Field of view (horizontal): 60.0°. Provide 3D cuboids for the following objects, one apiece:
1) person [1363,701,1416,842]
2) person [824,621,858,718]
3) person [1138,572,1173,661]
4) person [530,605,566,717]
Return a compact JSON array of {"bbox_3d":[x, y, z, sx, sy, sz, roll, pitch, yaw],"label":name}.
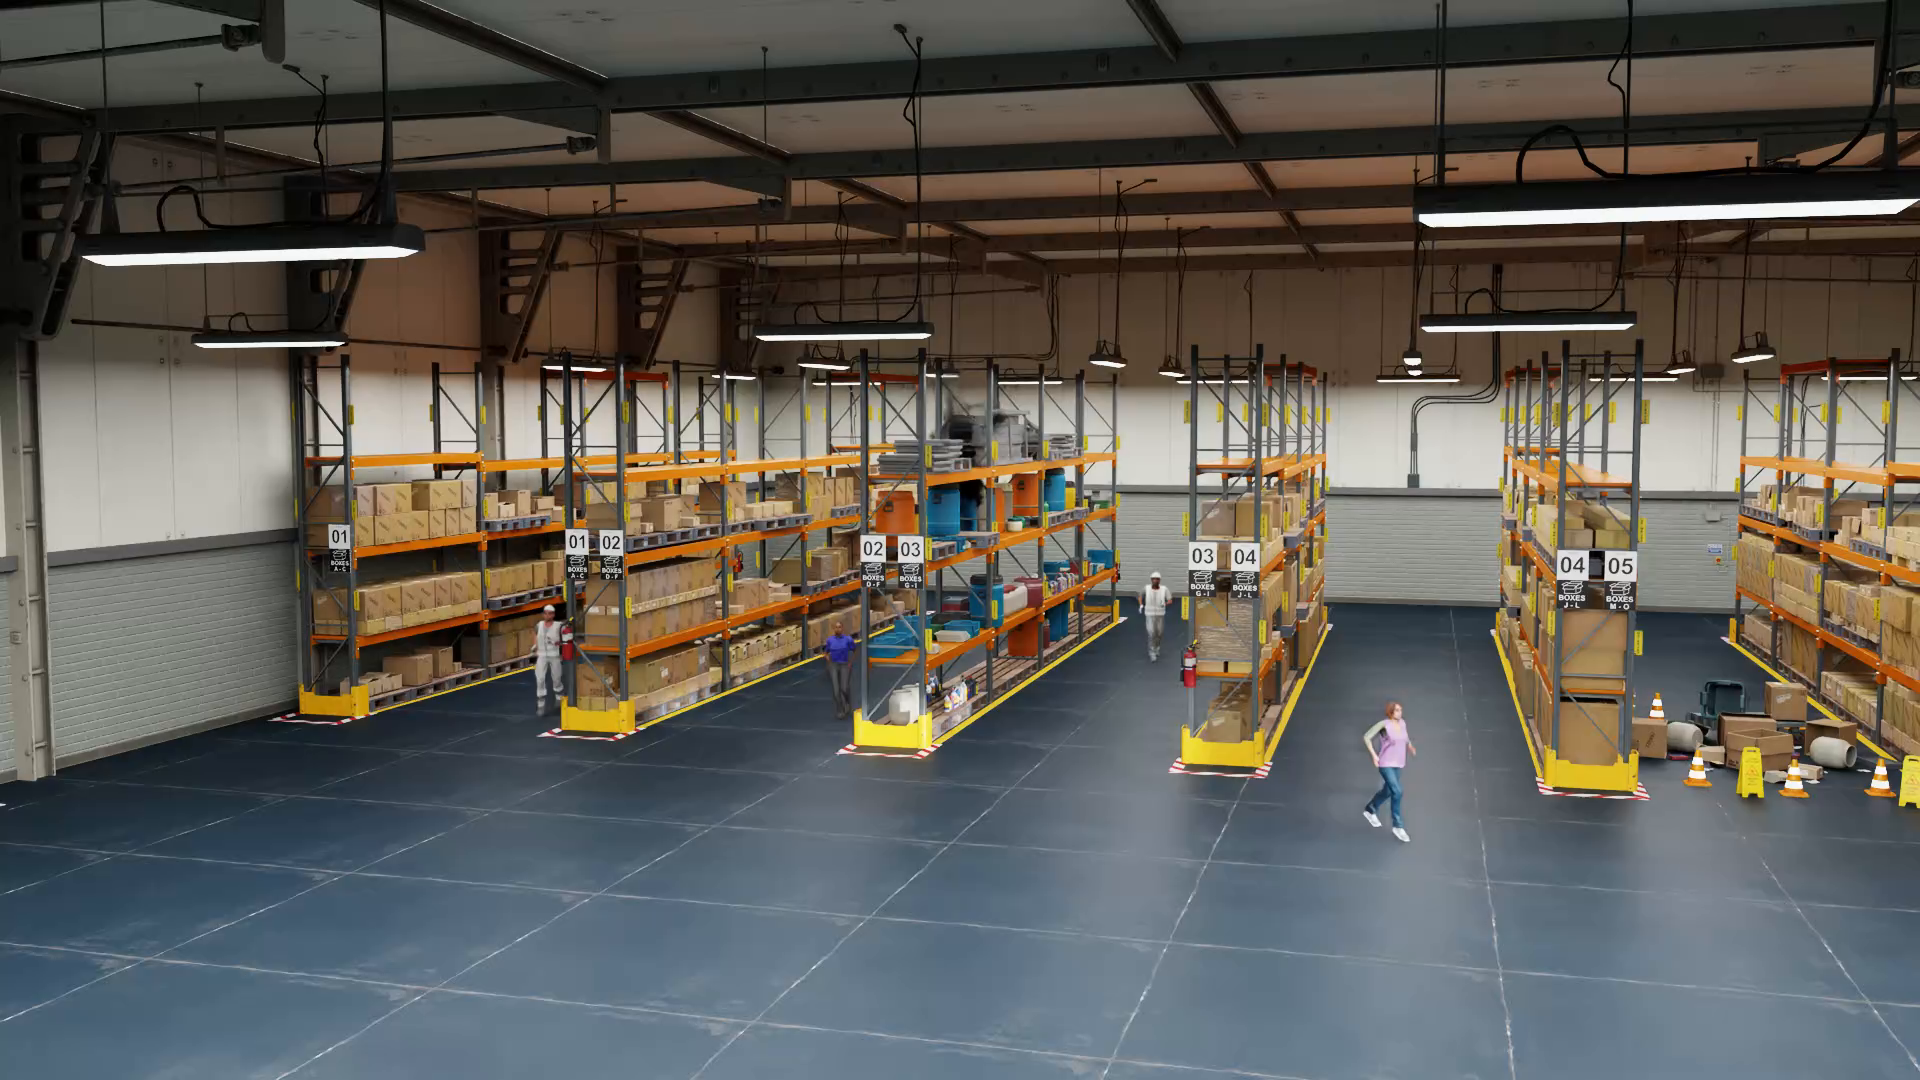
[{"bbox_3d":[5.124,2.713,19.851,0.530,1.621,0.770,-3,5,-35],"label":"person"},{"bbox_3d":[-1.983,2.137,27.441,0.550,1.610,0.544,0,4,6],"label":"person"},{"bbox_3d":[3.996,1.541,33.986,0.698,1.772,0.892,0,4,2],"label":"person"},{"bbox_3d":[-6.899,1.992,27.924,0.655,1.819,0.851,0,4,1],"label":"person"}]
